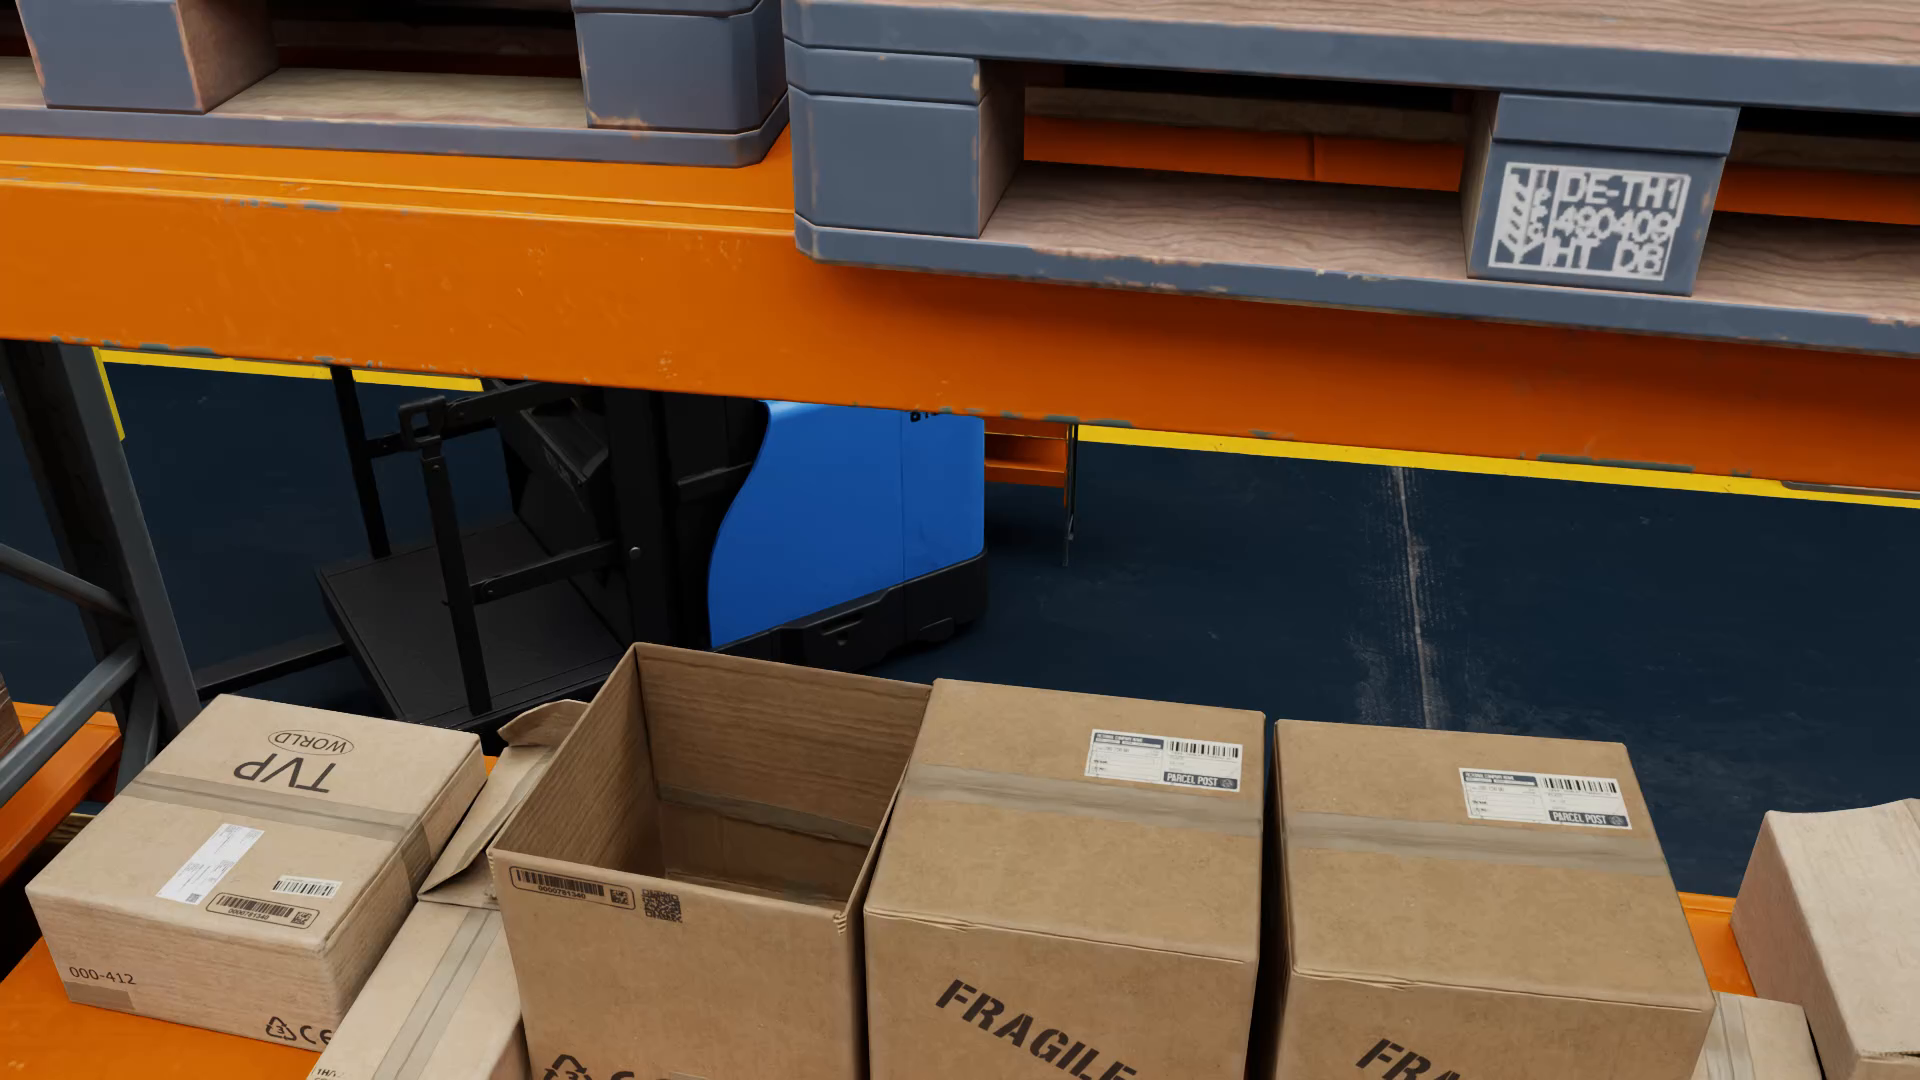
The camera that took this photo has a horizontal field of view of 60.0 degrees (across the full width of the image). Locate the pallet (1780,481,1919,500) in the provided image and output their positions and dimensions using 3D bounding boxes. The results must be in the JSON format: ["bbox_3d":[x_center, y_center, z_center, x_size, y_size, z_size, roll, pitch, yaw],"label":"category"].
[{"bbox_3d":[3.934,-0.498,6.847,1.213,0.211,1.003,5,32,8],"label":"pallet"}]

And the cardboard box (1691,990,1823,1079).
[{"bbox_3d":[1.073,0.823,2.345,0.250,0.149,0.380,8,33,12],"label":"cardboard box"}]

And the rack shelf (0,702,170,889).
[{"bbox_3d":[-3.575,0.570,3.190,4.000,0.370,1.077,5,32,8],"label":"rack shelf"}]

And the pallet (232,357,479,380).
[{"bbox_3d":[-2.648,-1.114,7.831,1.213,0.211,1.003,5,32,8],"label":"pallet"}]

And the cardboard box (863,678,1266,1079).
[{"bbox_3d":[0.164,0.570,2.418,0.500,0.500,0.500,5,32,8],"label":"cardboard box"}]

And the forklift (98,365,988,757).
[{"bbox_3d":[-1.422,-0.742,4.673,3.031,2.935,1.130,-19,37,-27],"label":"forklift"}]

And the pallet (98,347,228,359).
[{"bbox_3d":[-3.847,-1.225,8.007,1.213,0.211,1.003,5,32,8],"label":"pallet"}]

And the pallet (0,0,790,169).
[{"bbox_3d":[-0.732,-0.675,1.854,1.217,0.209,0.805,4,32,6],"label":"pallet"}]

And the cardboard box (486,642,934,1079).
[{"bbox_3d":[-0.330,0.526,2.489,0.500,0.500,0.500,7,33,12],"label":"cardboard box"}]

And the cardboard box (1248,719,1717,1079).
[{"bbox_3d":[0.683,0.617,2.342,0.500,0.500,0.500,3,32,6],"label":"cardboard box"}]

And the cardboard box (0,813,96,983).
[{"bbox_3d":[-2.008,0.908,3.461,0.500,0.500,0.500,5,32,8],"label":"cardboard box"}]

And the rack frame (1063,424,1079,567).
[{"bbox_3d":[0.404,-0.472,5.873,0.015,1.200,0.240,5,32,8],"label":"rack frame"}]

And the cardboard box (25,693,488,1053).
[{"bbox_3d":[-1.110,0.529,2.720,0.500,0.250,0.500,7,33,11],"label":"cardboard box"}]

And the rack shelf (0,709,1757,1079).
[{"bbox_3d":[0.368,0.927,2.619,4.000,0.370,1.077,5,32,8],"label":"rack shelf"}]

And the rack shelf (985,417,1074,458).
[{"bbox_3d":[0.163,-0.437,5.944,0.480,0.148,0.258,5,32,8],"label":"rack shelf"}]

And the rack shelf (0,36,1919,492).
[{"bbox_3d":[0.368,-0.344,1.824,4.000,0.370,1.077,5,32,8],"label":"rack shelf"}]

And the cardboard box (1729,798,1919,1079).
[{"bbox_3d":[1.491,0.658,2.456,0.500,0.311,0.500,5,32,8],"label":"cardboard box"}]

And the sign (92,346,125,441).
[{"bbox_3d":[-1.521,-0.298,2.882,0.005,0.325,0.100,5,32,8],"label":"sign"}]

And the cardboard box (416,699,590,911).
[{"bbox_3d":[-0.706,0.483,2.777,0.258,0.266,0.396,4,32,7],"label":"cardboard box"}]

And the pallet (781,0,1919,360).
[{"bbox_3d":[0.553,-0.503,1.577,1.213,0.211,1.003,7,33,10],"label":"pallet"}]

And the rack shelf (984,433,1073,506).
[{"bbox_3d":[0.163,-0.268,6.049,0.480,0.148,0.258,5,32,8],"label":"rack shelf"}]

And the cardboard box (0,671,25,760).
[{"bbox_3d":[-2.042,0.365,2.745,0.500,0.500,0.700,4,32,7],"label":"cardboard box"}]

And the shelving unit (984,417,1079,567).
[{"bbox_3d":[0.163,-0.494,5.908,0.503,1.200,0.258,5,32,8],"label":"shelving unit"}]

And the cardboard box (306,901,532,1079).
[{"bbox_3d":[-0.764,0.736,2.483,0.250,0.149,0.380,5,32,8],"label":"cardboard box"}]
